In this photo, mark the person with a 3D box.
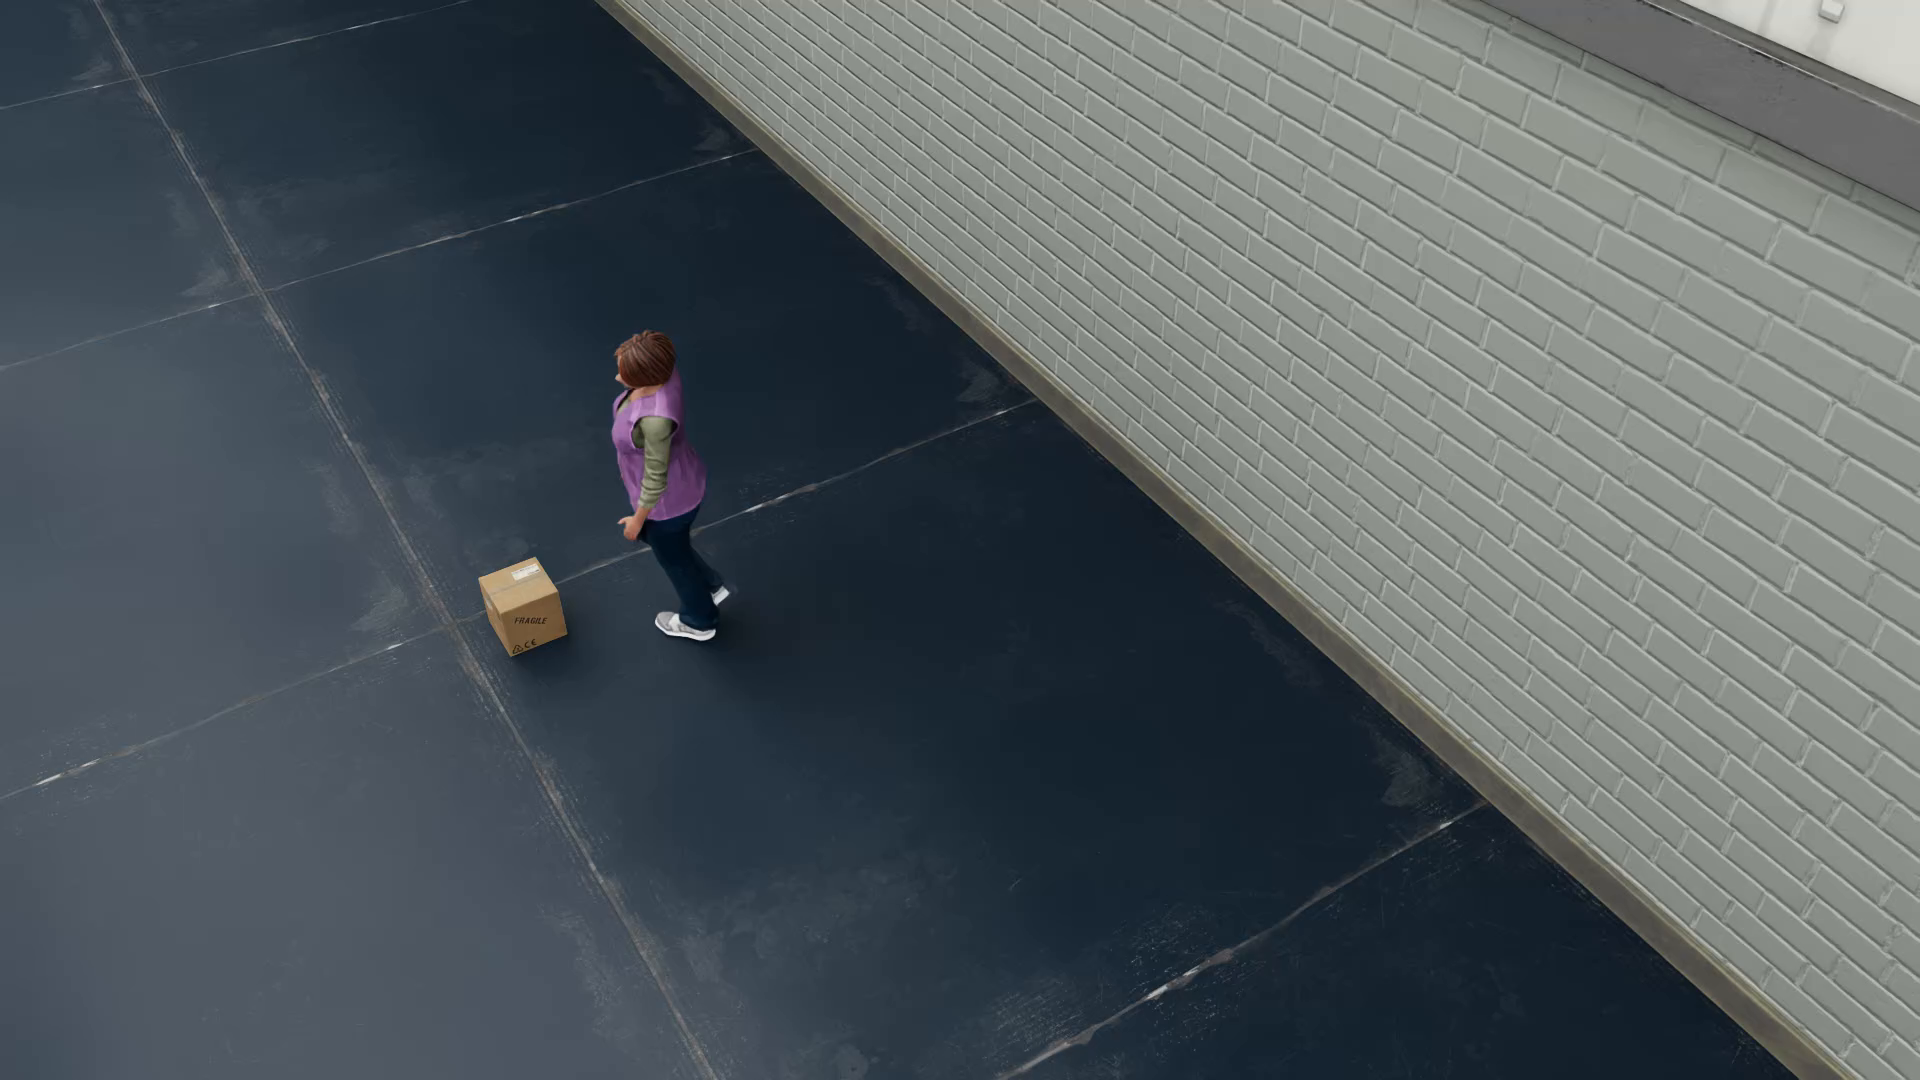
[{"bbox_3d":[-1.136,-0.162,6.365,0.361,1.581,0.433,0,41,0],"label":"person"}]
